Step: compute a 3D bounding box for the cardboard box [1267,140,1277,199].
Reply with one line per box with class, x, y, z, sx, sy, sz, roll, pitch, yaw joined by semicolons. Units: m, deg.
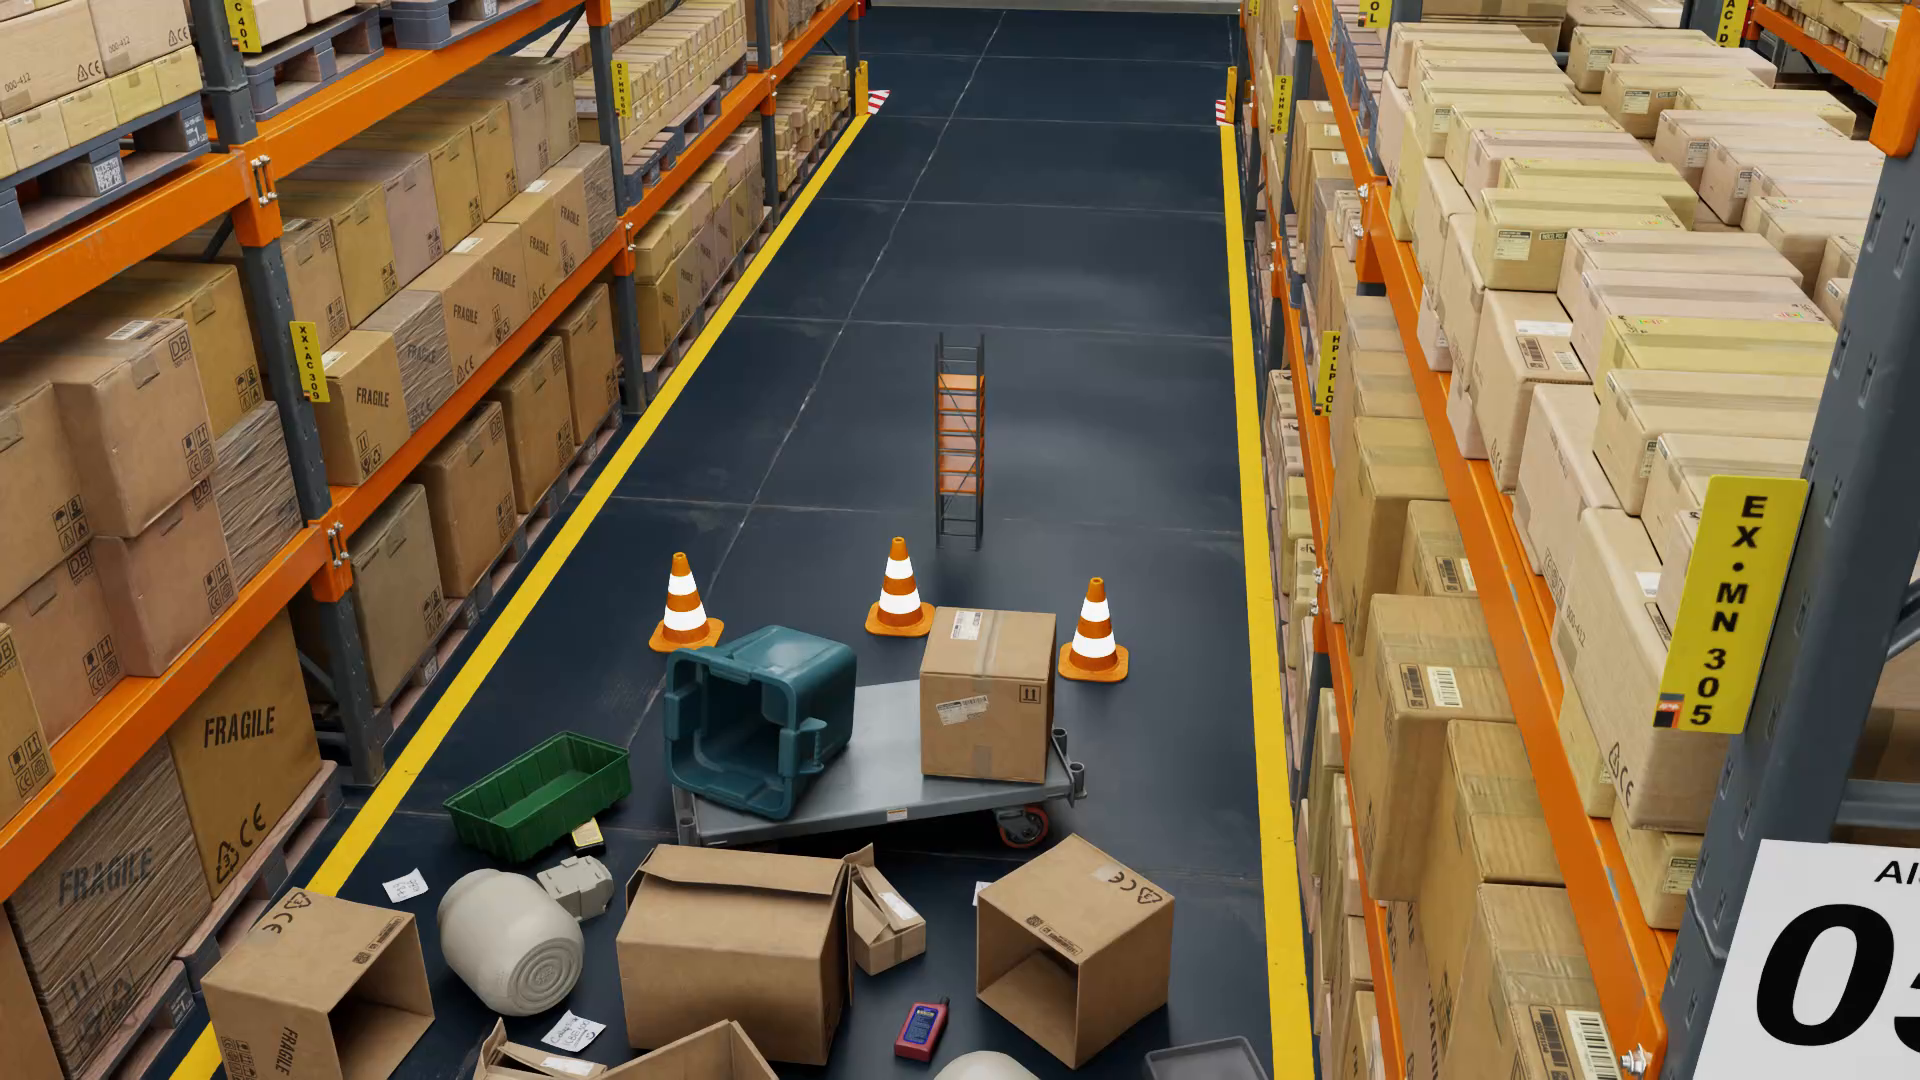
cardboard box;2.232;-2.365;10.636;0.500;0.250;0.500;4;29;7

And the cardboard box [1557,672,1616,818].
cardboard box;1.165;0.316;2.604;0.380;0.149;0.250;4;29;7

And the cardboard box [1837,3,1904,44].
cardboard box;7.739;-4.323;13.955;0.500;0.250;0.500;3;28;6

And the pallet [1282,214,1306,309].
pallet;2.399;-1.511;9.094;1.213;0.211;1.003;3;28;6

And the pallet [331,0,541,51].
pallet;-2.705;-2.582;7.916;1.003;0.211;1.213;5;29;9

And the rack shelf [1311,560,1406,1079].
rack shelf;1.646;1.204;4.611;1.077;0.370;4.000;3;28;6

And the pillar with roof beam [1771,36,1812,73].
pillar with roof beam;5.240;-9.524;17.440;9.100;9.000;0.400;3;28;6

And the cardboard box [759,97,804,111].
cardboard box;-1.659;-4.022;15.489;0.380;0.149;0.250;2;28;4

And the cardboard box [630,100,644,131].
cardboard box;-2.255;-2.726;10.656;0.380;0.149;0.250;5;29;9

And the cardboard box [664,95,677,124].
cardboard box;-2.162;-2.956;11.396;0.380;0.149;0.250;4;29;8

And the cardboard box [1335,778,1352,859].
cardboard box;1.415;0.915;5.370;0.380;0.149;0.250;4;29;8

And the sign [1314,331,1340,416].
sign;1.340;-0.594;5.970;0.100;0.325;0.005;3;28;6

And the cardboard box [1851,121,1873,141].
cardboard box;7.848;-3.329;14.460;0.700;0.500;0.500;2;28;4

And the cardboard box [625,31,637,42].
cardboard box;-2.651;-3.740;12.539;0.380;0.149;0.250;2;28;4

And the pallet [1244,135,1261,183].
pallet;3.189;-3.521;15.564;1.003;0.211;1.213;3;28;6

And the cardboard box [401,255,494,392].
cardboard box;-2.578;-1.043;7.918;0.500;0.500;0.500;3;28;6

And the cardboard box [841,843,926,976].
cardboard box;-0.339;1.408;6.356;0.258;0.266;0.396;-17;33;-29

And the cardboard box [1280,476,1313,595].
cardboard box;2.121;0.005;8.406;0.950;0.372;0.625;4;29;8

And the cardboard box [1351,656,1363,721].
cardboard box;1.447;0.435;4.861;0.500;0.500;0.500;3;28;6

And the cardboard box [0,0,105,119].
cardboard box;-2.902;-1.424;4.864;0.500;0.250;0.500;3;28;6

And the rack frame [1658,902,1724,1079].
rack frame;1.401;1.829;2.693;1.000;3.000;0.127;3;28;6

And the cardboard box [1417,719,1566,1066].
cardboard box;1.316;0.723;3.273;0.700;0.500;0.500;4;29;7

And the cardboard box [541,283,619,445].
cardboard box;-2.708;-1.090;10.040;1.050;0.750;0.750;3;28;6

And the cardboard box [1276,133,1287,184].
cardboard box;2.188;-2.334;10.050;0.500;0.250;0.500;3;28;6

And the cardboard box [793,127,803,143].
cardboard box;-1.663;-3.769;15.332;0.380;0.149;0.250;5;29;9

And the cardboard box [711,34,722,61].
cardboard box;-2.000;-3.697;12.457;0.380;0.149;0.250;2;28;5

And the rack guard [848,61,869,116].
rack guard;-1.573;-4.806;17.645;1.175;0.500;0.348;3;28;6

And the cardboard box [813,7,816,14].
cardboard box;-1.569;-5.061;15.746;0.380;0.149;0.250;2;28;4

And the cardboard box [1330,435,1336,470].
cardboard box;1.680;-0.387;6.627;0.380;0.149;0.250;4;29;7

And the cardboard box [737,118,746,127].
cardboard box;-2.144;-3.792;15.062;0.380;0.149;0.250;4;29;8

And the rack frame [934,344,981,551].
rack frame;-0.013;-0.478;8.873;0.240;1.200;0.006;3;28;6

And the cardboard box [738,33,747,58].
cardboard box;-1.906;-3.936;13.215;0.380;0.149;0.250;3;28;5

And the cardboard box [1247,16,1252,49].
cardboard box;2.779;-4.577;14.478;0.500;0.500;0.500;3;28;5

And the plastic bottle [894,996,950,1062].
plastic bottle;-0.129;1.738;5.959;0.133;0.061;0.283;8;29;15

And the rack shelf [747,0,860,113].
rack shelf;-1.809;-4.685;15.541;1.077;0.370;4.000;3;28;6

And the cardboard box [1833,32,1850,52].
cardboard box;7.793;-4.313;14.357;0.380;0.149;0.250;3;28;6

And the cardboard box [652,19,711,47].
cardboard box;-2.041;-3.709;12.166;0.380;0.149;0.250;2;28;5

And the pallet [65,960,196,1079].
pallet;-3.352;1.863;5.570;1.003;0.211;1.213;3;28;6

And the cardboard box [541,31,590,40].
cardboard box;-2.746;-3.502;11.782;0.380;0.149;0.250;4;29;8

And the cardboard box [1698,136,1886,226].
cardboard box;1.976;-0.838;3.905;0.380;0.149;0.250;4;29;7

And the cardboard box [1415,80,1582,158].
cardboard box;1.425;-1.116;4.420;0.380;0.149;0.250;3;28;6

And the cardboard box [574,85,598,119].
cardboard box;-2.295;-2.721;10.334;0.380;0.149;0.250;3;28;6

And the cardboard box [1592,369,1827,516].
cardboard box;1.232;-0.149;2.625;0.380;0.149;0.250;3;28;6

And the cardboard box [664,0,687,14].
cardboard box;-2.275;-4.479;13.982;0.500;0.500;0.500;3;28;6

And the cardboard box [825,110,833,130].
cardboard box;-1.457;-4.126;16.308;0.380;0.149;0.250;2;28;4

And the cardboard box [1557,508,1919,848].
cardboard box;1.196;0.187;2.422;0.500;0.250;0.500;3;28;6

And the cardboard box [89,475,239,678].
cardboard box;-3.113;0.074;5.791;0.875;0.550;0.550;3;28;6

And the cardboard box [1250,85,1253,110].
cardboard box;3.380;-4.443;16.593;0.875;0.438;0.875;2;28;4

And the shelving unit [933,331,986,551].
shelving unit;-0.002;-0.521;8.953;0.258;1.200;0.189;3;28;6

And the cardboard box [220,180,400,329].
cardboard box;-2.918;-1.255;7.257;0.700;0.500;0.500;3;28;5

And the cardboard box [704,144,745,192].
cardboard box;-1.971;-2.868;12.813;0.500;0.250;0.500;5;29;9

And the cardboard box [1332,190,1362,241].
cardboard box;1.805;-1.385;7.113;0.380;0.149;0.250;2;28;4

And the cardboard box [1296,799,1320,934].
cardboard box;1.551;1.234;6.254;0.500;0.250;0.500;2;28;4
